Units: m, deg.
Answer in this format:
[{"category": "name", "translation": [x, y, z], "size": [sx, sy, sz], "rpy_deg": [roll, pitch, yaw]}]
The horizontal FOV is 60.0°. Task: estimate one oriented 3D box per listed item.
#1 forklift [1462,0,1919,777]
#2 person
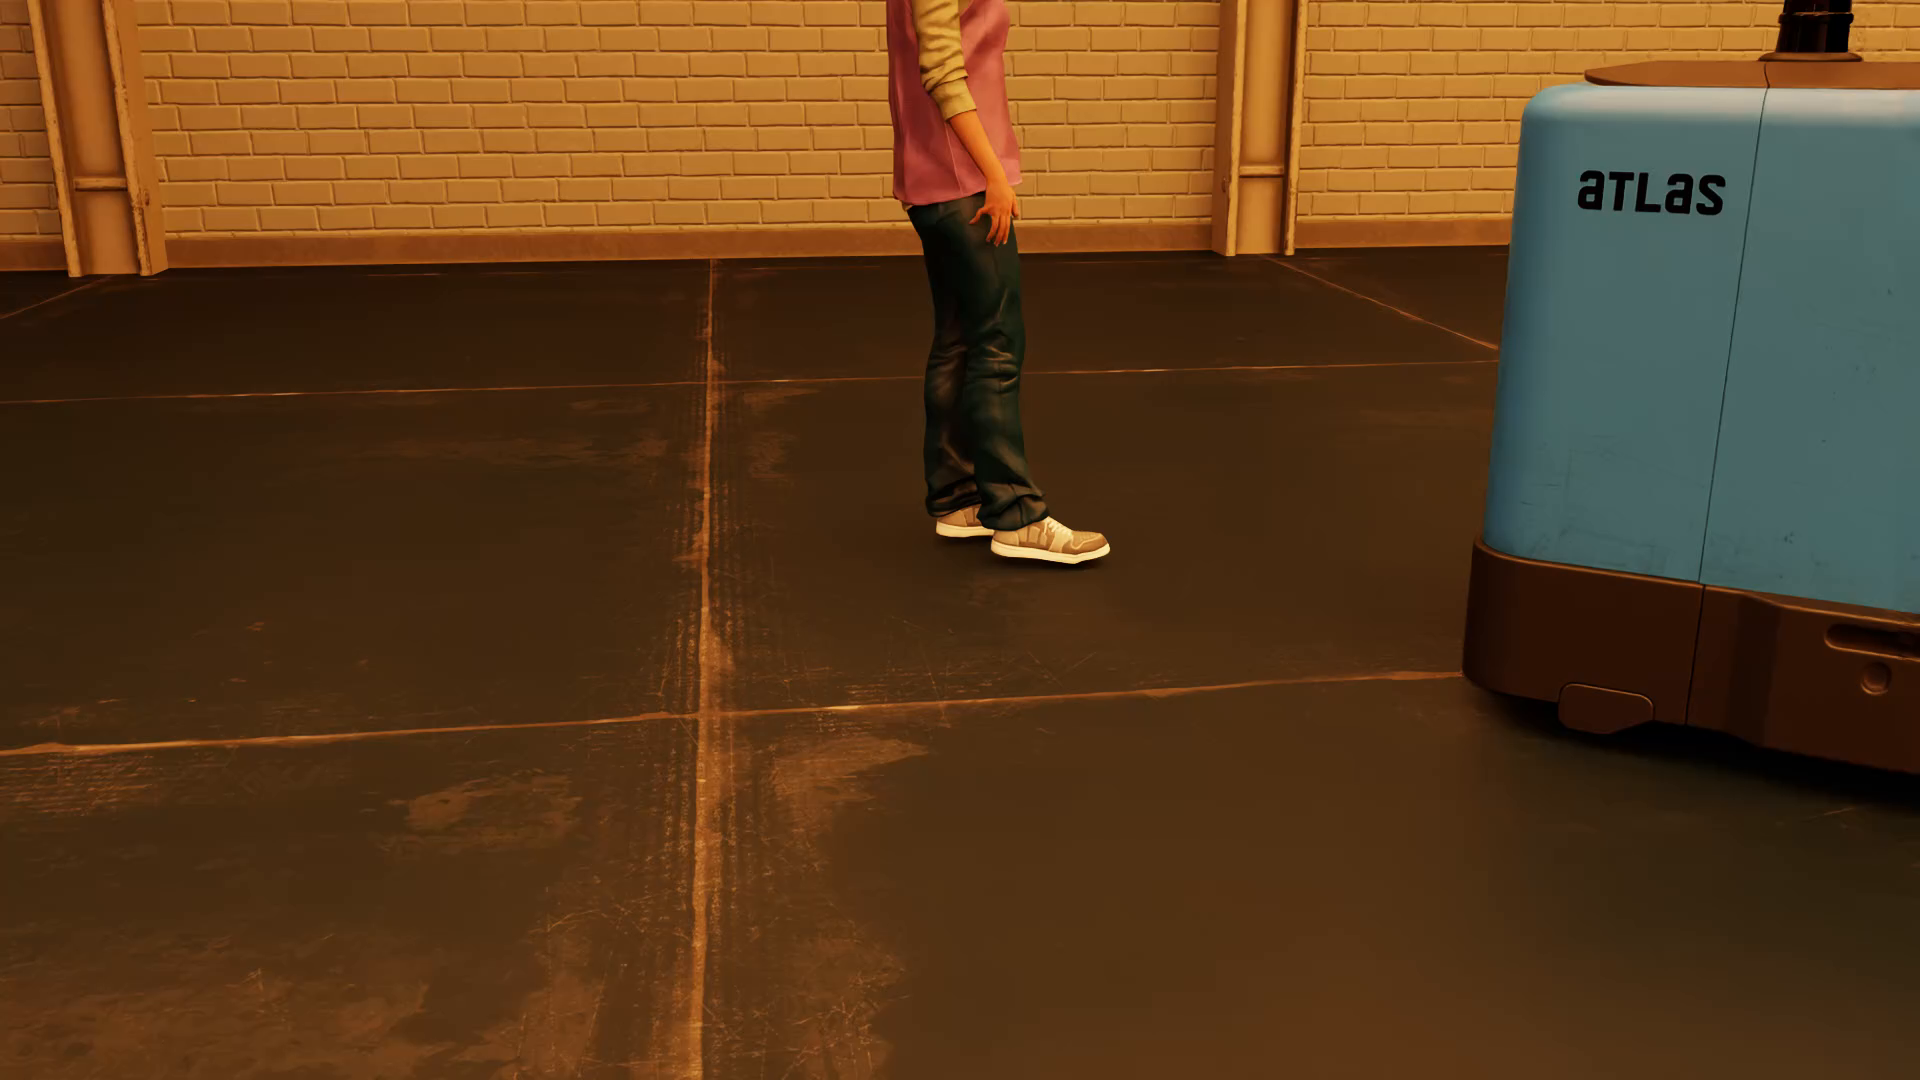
[{"category": "forklift", "translation": [2.428, -1.004, 2.219], "size": [3.031, 2.935, 1.130], "rpy_deg": [9, 19, 28]}, {"category": "person", "translation": [0.076, -0.763, 3.733], "size": [0.473, 1.584, 0.521], "rpy_deg": [-2, 17, -8]}]
